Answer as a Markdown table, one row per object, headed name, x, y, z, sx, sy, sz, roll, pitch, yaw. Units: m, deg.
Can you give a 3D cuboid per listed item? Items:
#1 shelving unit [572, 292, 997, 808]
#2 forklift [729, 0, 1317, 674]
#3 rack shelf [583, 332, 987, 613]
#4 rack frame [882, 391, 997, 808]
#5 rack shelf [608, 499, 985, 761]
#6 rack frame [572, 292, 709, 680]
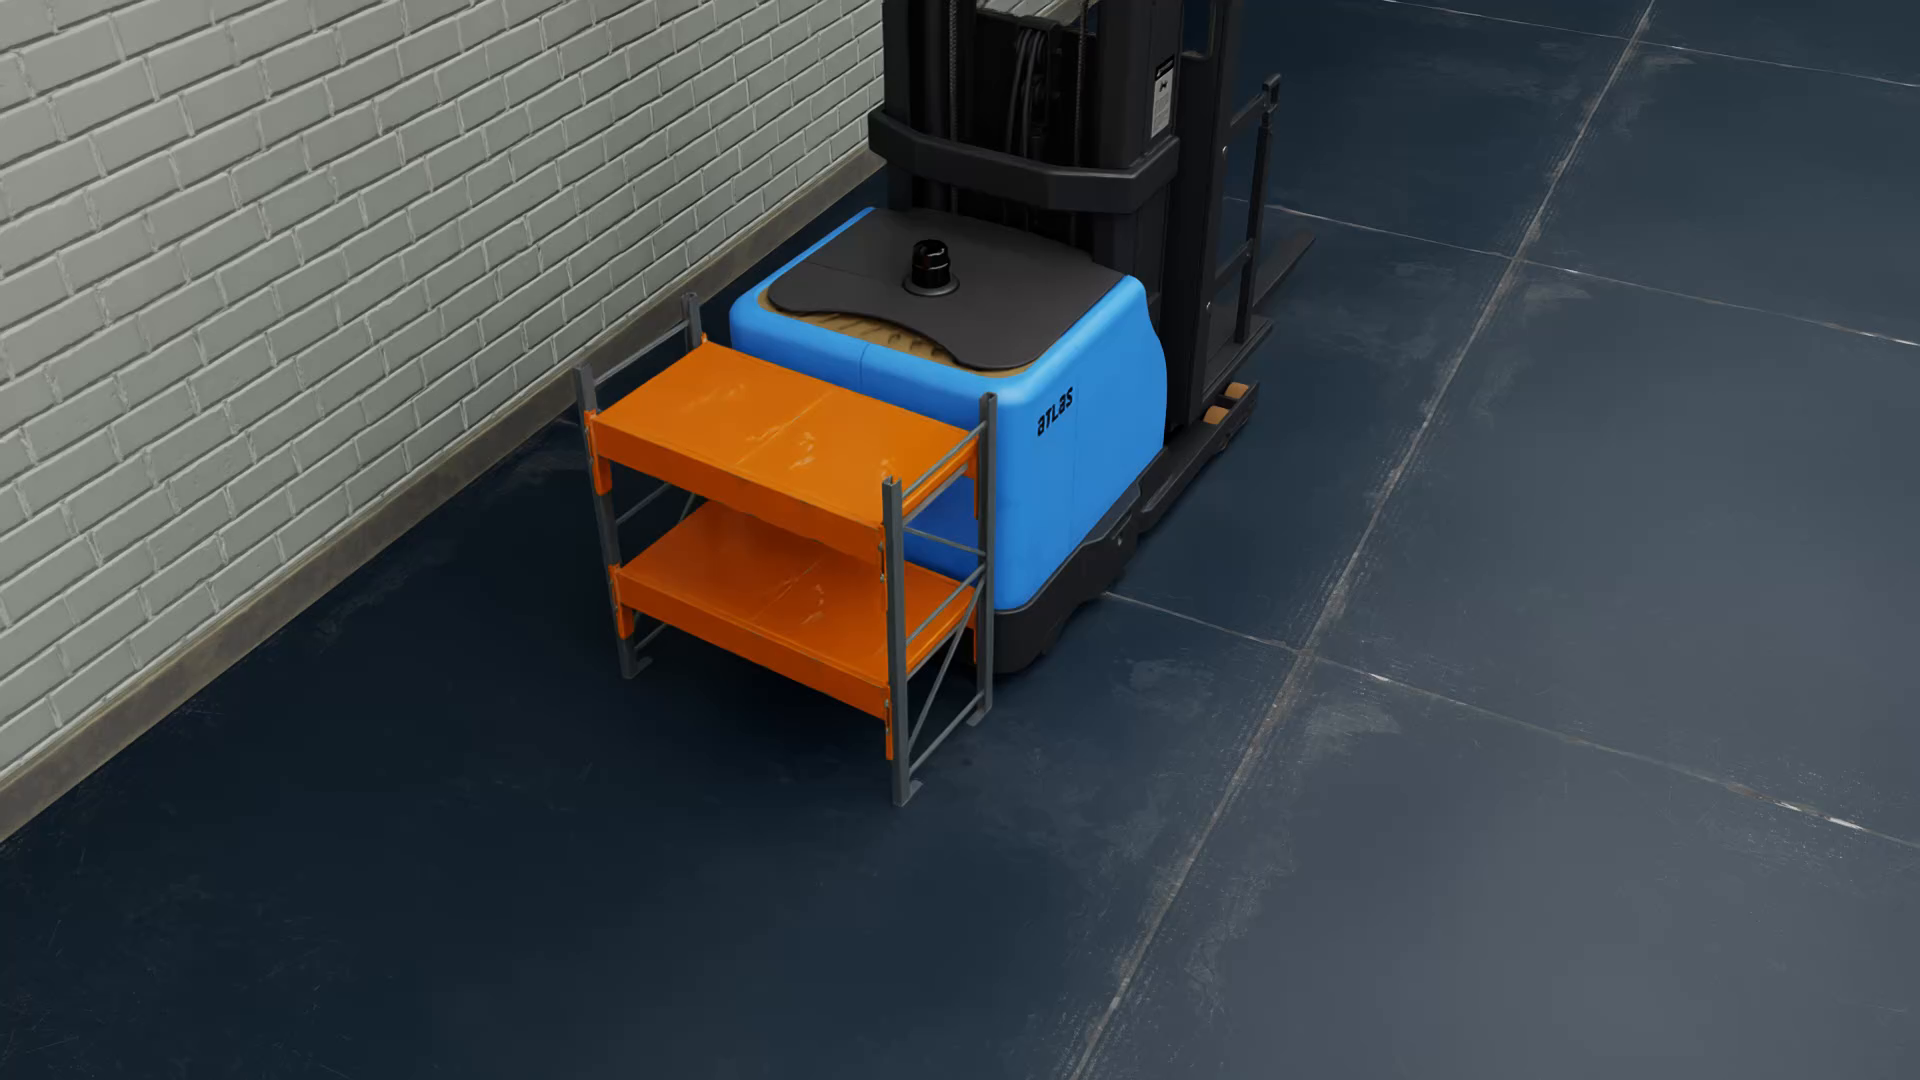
| name | x | y | z | sx | sy | sz | roll | pitch | yaw |
| --- | --- | --- | --- | --- | --- | --- | --- | --- | --- |
| shelving unit | -0.477 | 0.020 | 4.793 | 1.048 | 1.125 | 0.538 | 21 | 42 | 25 |
| forklift | 0.477 | -1.627 | 5.469 | 1.130 | 2.935 | 3.031 | 19 | 41 | 24 |
| rack shelf | -0.477 | -0.213 | 4.616 | 1.000 | 0.278 | 0.538 | 21 | 42 | 25 |
| rack frame | -0.046 | 0.184 | 4.577 | 0.032 | 1.125 | 0.500 | 21 | 42 | 25 |
| rack shelf | -0.477 | 0.215 | 4.941 | 1.000 | 0.278 | 0.538 | 21 | 42 | 25 |
| rack frame | -0.907 | -0.143 | 5.008 | 0.032 | 1.125 | 0.500 | 21 | 42 | 25 |
